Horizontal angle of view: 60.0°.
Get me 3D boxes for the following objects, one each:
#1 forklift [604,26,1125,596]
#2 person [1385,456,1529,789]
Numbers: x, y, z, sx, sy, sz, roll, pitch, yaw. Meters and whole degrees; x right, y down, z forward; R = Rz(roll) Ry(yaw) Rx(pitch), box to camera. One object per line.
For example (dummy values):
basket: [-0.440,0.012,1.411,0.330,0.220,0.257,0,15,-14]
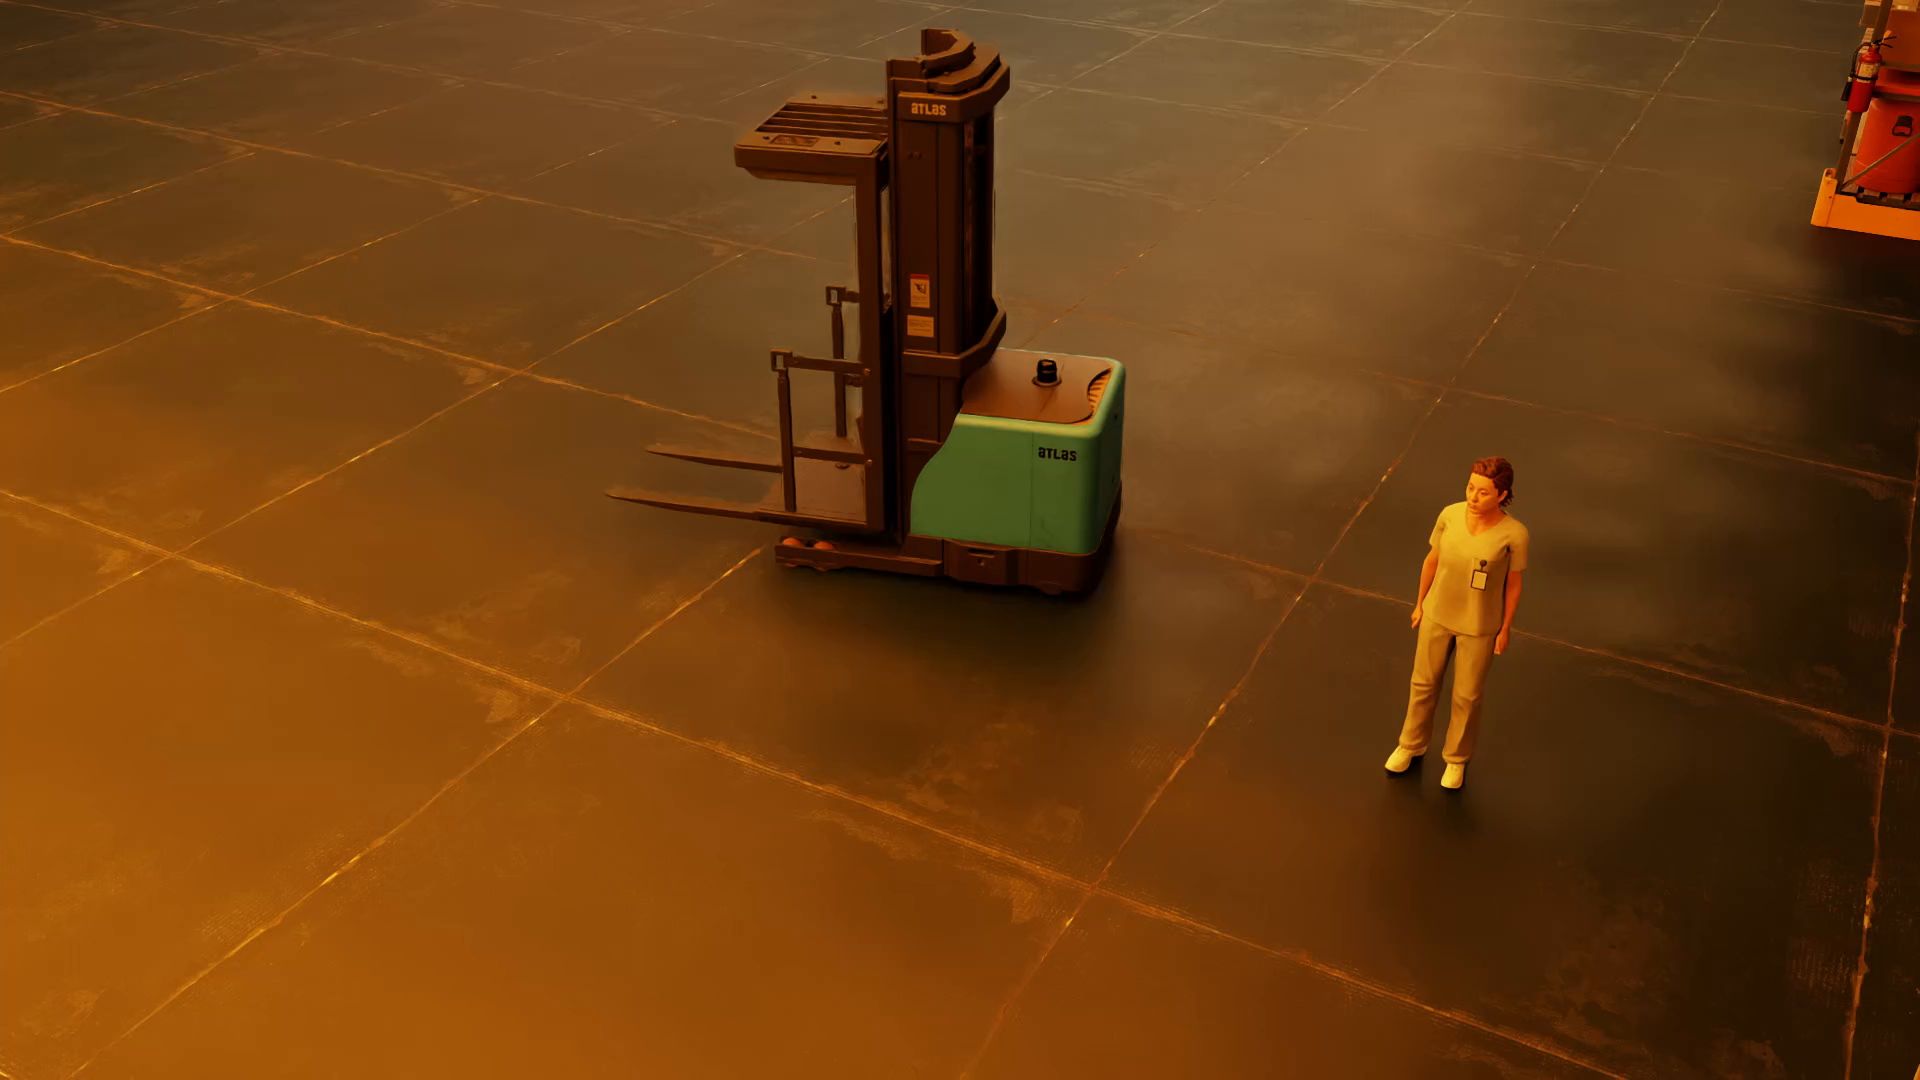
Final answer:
forklift: [-0.600,-1.336,9.386,3.031,2.935,1.130,7,31,12]
person: [2.312,0.377,7.677,0.459,1.674,0.377,19,35,29]
